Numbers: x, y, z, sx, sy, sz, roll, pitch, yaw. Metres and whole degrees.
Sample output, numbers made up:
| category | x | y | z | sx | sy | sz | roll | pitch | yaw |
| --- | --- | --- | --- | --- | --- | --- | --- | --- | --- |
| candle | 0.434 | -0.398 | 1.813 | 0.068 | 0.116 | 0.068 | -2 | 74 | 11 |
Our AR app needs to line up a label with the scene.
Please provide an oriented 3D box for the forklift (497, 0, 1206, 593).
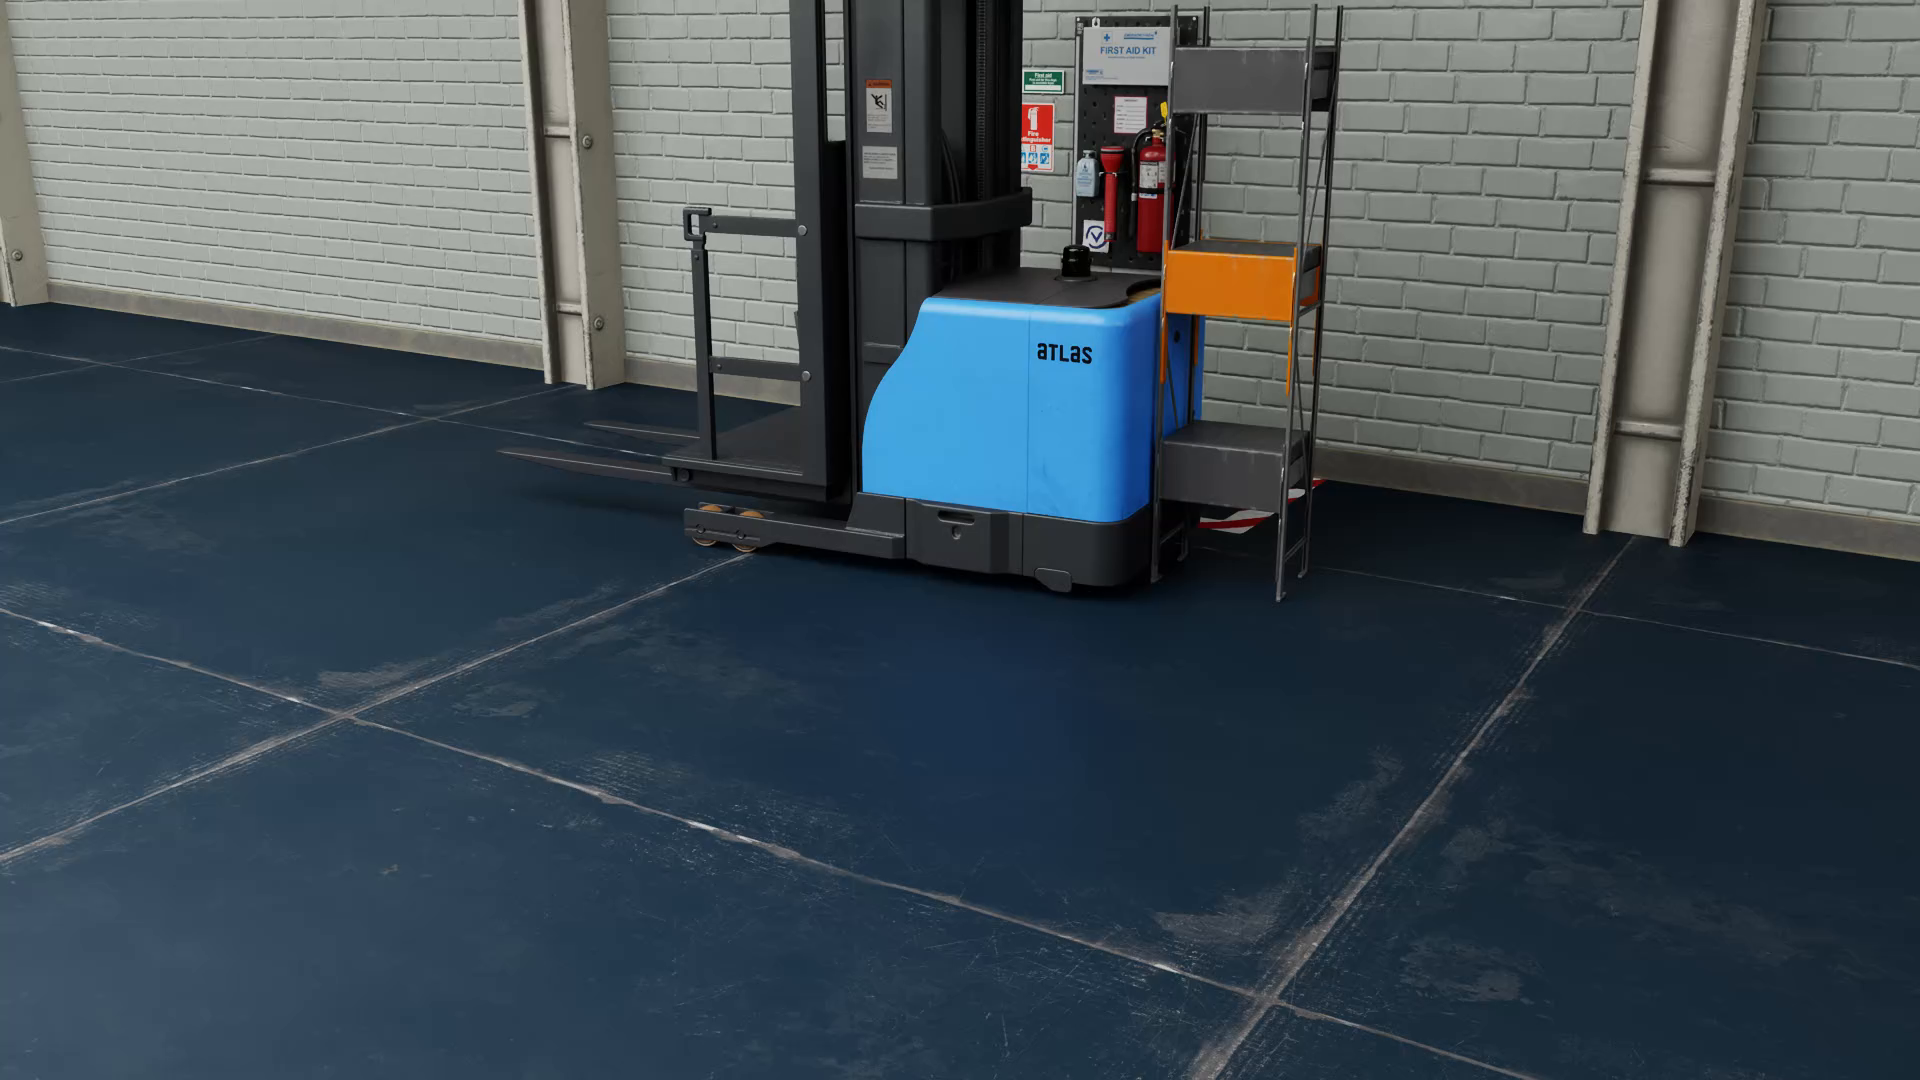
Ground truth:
| category | x | y | z | sx | sy | sz | roll | pitch | yaw |
| --- | --- | --- | --- | --- | --- | --- | --- | --- | --- |
| forklift | -0.562 | -1.481 | 6.715 | 3.031 | 2.935 | 1.130 | 8 | 19 | 25 |

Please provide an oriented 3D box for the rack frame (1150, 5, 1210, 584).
| category | x | y | z | sx | sy | sz | roll | pitch | yaw |
| --- | --- | --- | --- | --- | --- | --- | --- | --- | --- |
| rack frame | 0.820 | -0.891 | 6.203 | 0.015 | 2.100 | 0.400 | 8 | 19 | 25 |

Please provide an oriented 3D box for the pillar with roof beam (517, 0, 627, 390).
| category | x | y | z | sx | sy | sz | roll | pitch | yaw |
| --- | --- | --- | --- | --- | --- | --- | --- | --- | --- |
| pillar with roof beam | -4.502 | -4.192 | 5.198 | 0.400 | 9.000 | 9.100 | 10 | 20 | 30 |

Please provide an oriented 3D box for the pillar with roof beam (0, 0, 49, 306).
| category | x | y | z | sx | sy | sz | roll | pitch | yaw |
| --- | --- | --- | --- | --- | --- | --- | --- | --- | --- |
| pillar with roof beam | -9.615 | -5.105 | 8.203 | 0.400 | 9.000 | 9.100 | 10 | 20 | 30 |

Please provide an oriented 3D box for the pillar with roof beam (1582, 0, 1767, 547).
| category | x | y | z | sx | sy | sz | roll | pitch | yaw |
| --- | --- | --- | --- | --- | --- | --- | --- | --- | --- |
| pillar with roof beam | 0.611 | -3.279 | 2.194 | 0.400 | 9.000 | 9.100 | 10 | 20 | 30 |

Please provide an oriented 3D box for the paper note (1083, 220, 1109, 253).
| category | x | y | z | sx | sy | sz | roll | pitch | yaw |
| --- | --- | --- | --- | --- | --- | --- | --- | --- | --- |
| paper note | 0.663 | -1.483 | 8.117 | 0.142 | 0.148 | 0.016 | 10 | 20 | 30 |

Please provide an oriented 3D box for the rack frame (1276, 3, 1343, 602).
| category | x | y | z | sx | sy | sz | roll | pitch | yaw |
| --- | --- | --- | --- | --- | --- | --- | --- | --- | --- |
| rack frame | 1.259 | -0.830 | 6.000 | 0.015 | 2.100 | 0.400 | 8 | 19 | 25 |

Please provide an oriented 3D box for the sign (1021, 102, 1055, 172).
| category | x | y | z | sx | sy | sz | roll | pitch | yaw |
| --- | --- | --- | --- | --- | --- | --- | --- | --- | --- |
| sign | 0.361 | -1.987 | 8.200 | 0.234 | 0.329 | 0.001 | 10 | 20 | 30 |

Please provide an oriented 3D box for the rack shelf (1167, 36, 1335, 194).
| category | x | y | z | sx | sy | sz | roll | pitch | yaw |
| --- | --- | --- | --- | --- | --- | --- | --- | --- | --- |
| rack shelf | 1.040 | -1.517 | 5.902 | 0.480 | 0.518 | 0.431 | 8 | 19 | 25 |

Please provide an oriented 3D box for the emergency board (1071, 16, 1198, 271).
| category | x | y | z | sx | sy | sz | roll | pitch | yaw |
| --- | --- | --- | --- | --- | --- | --- | --- | --- | --- |
| emergency board | 0.778 | -1.860 | 7.845 | 0.643 | 1.169 | 0.194 | 10 | 20 | 30 |

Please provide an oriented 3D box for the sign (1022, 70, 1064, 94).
| category | x | y | z | sx | sy | sz | roll | pitch | yaw |
| --- | --- | --- | --- | --- | --- | --- | --- | --- | --- |
| sign | 0.360 | -2.238 | 8.114 | 0.331 | 0.109 | 0.001 | 10 | 20 | 30 |

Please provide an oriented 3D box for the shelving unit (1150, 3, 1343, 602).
| category | x | y | z | sx | sy | sz | roll | pitch | yaw |
| --- | --- | --- | --- | --- | --- | --- | --- | --- | --- |
| shelving unit | 1.040 | -0.861 | 6.101 | 0.503 | 2.100 | 0.431 | 8 | 19 | 25 |

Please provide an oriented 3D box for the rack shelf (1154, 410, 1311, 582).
| category | x | y | z | sx | sy | sz | roll | pitch | yaw |
| --- | --- | --- | --- | --- | --- | --- | --- | --- | --- |
| rack shelf | 1.040 | -0.178 | 6.309 | 0.480 | 0.518 | 0.431 | 8 | 19 | 25 |

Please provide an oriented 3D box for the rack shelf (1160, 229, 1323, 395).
| category | x | y | z | sx | sy | sz | roll | pitch | yaw |
| --- | --- | --- | --- | --- | --- | --- | --- | --- | --- |
| rack shelf | 1.040 | -0.847 | 6.105 | 0.480 | 0.518 | 0.431 | 8 | 19 | 25 |
